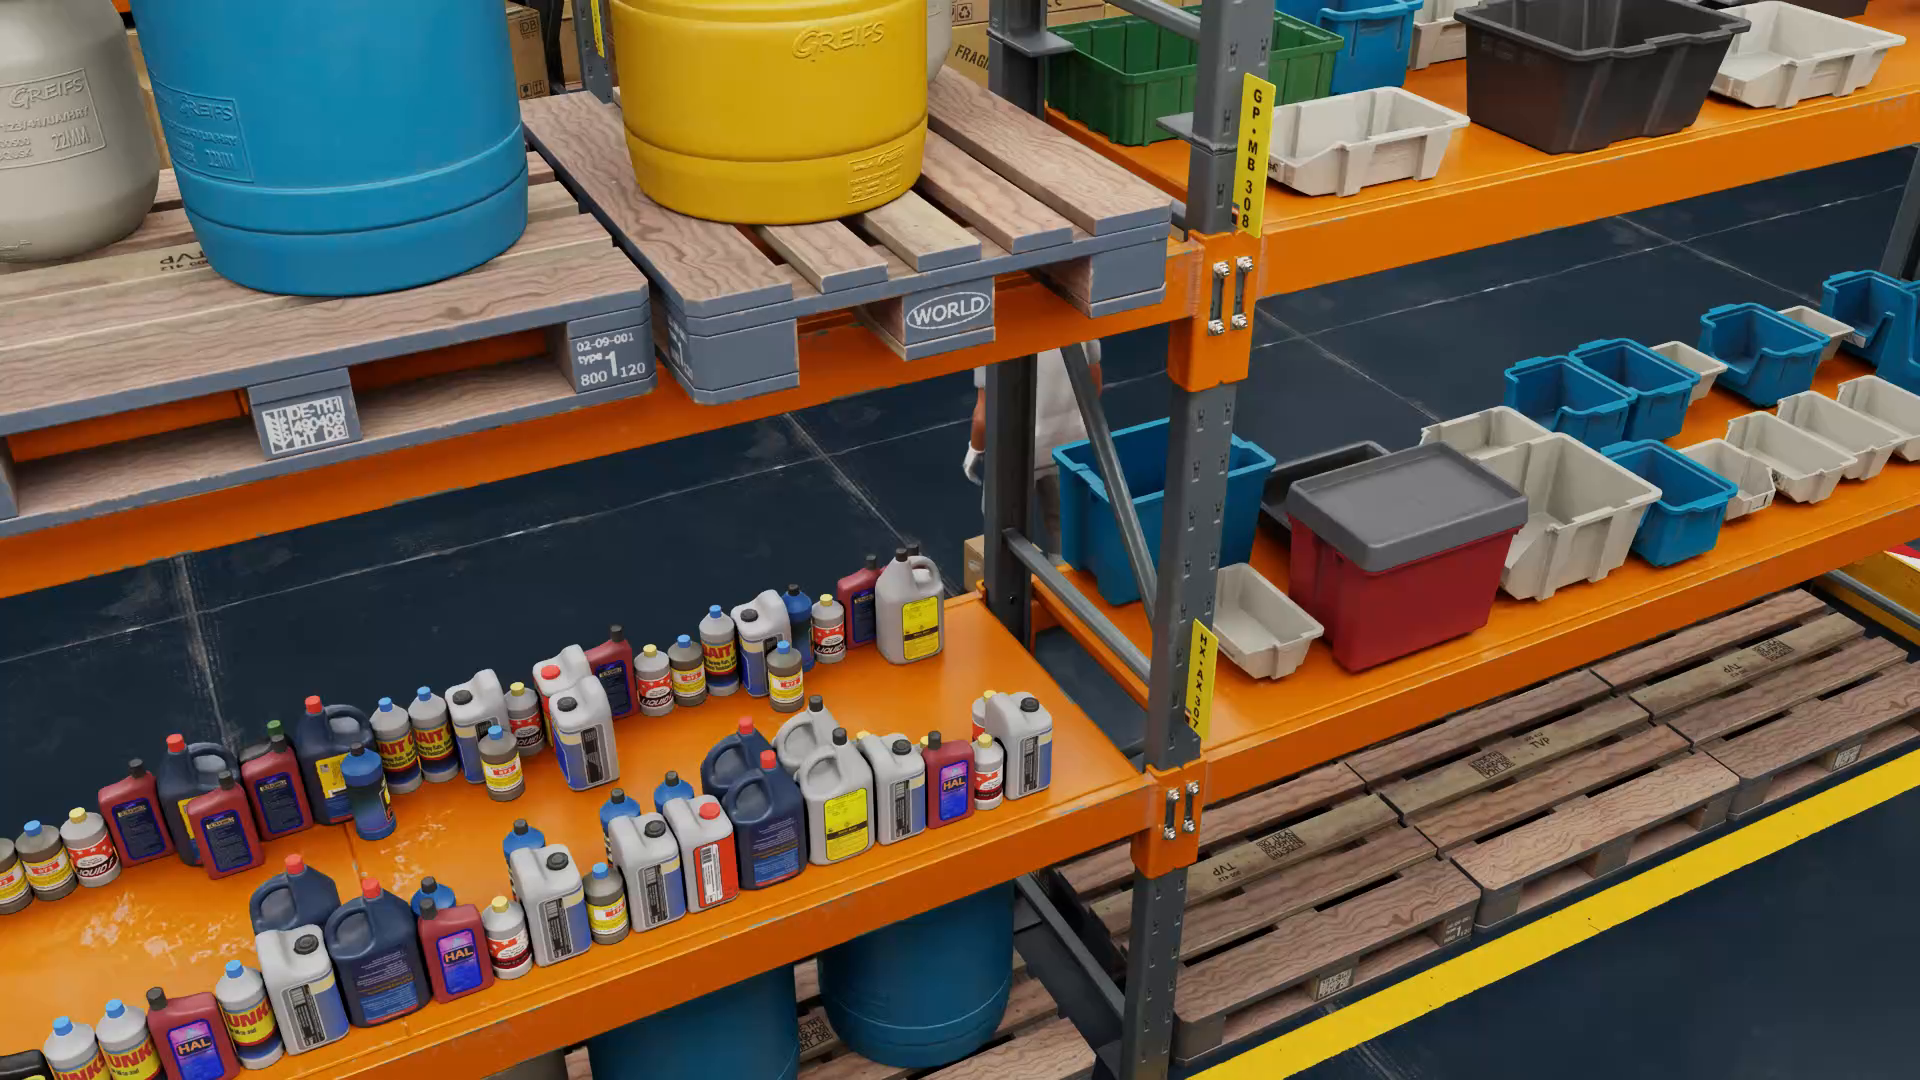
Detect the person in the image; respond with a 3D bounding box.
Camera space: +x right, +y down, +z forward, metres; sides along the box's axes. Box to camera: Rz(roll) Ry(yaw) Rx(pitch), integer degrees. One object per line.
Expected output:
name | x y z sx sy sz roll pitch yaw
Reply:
person | 0.292 -0.404 6.754 0.609 1.779 0.454 -16 36 -23
